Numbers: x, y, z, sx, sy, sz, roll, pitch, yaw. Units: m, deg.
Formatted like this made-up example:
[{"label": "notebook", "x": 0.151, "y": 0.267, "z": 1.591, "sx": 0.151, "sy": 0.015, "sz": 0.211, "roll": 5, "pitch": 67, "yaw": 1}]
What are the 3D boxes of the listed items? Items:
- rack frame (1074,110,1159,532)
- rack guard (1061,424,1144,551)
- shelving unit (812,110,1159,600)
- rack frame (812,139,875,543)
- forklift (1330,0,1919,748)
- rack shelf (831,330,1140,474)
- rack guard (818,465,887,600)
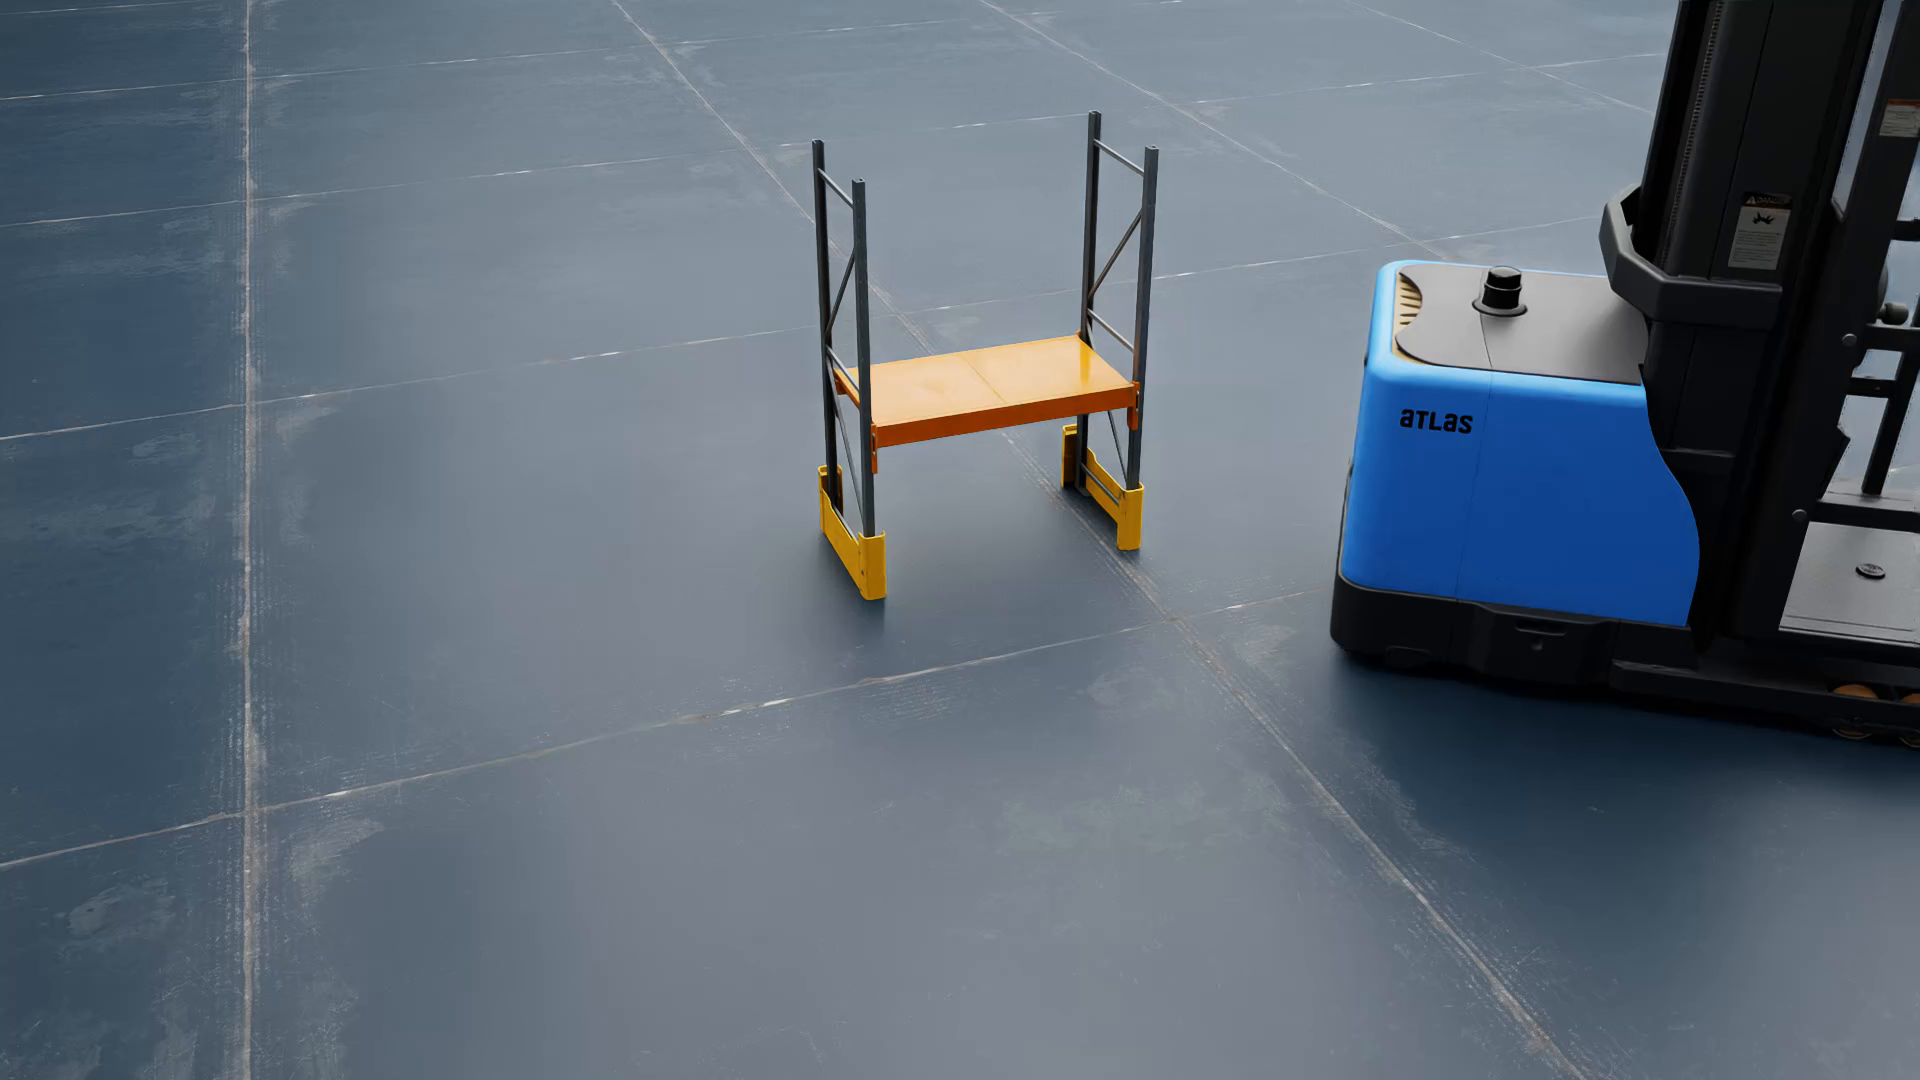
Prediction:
[{"label": "rack frame", "x": 0.556, "y": -0.754, "z": 6.059, "sx": 0.032, "sy": 1.500, "sz": 0.500, "roll": -10, "pitch": 31, "yaw": -18}, {"label": "rack guard", "x": 0.538, "y": -0.208, "z": 6.362, "sx": 0.087, "sy": 0.250, "sz": 0.587, "roll": -10, "pitch": 31, "yaw": -18}, {"label": "shelving unit", "x": 0.071, "y": -0.665, "z": 5.902, "sx": 1.083, "sy": 1.500, "sz": 0.587, "roll": -10, "pitch": 31, "yaw": -18}, {"label": "rack frame", "x": -0.396, "y": -0.579, "z": 5.751, "sx": 0.032, "sy": 1.500, "sz": 0.500, "roll": -10, "pitch": 31, "yaw": -18}, {"label": "forklift", "x": 2.810, "y": -0.924, "z": 4.911, "sx": 3.031, "sy": 2.935, "sz": 1.130, "roll": 7, "pitch": 30, "yaw": 12}, {"label": "rack shelf", "x": 0.080, "y": -0.510, "z": 5.994, "sx": 1.000, "sy": 0.185, "sz": 0.538, "roll": -10, "pitch": 31, "yaw": -18}, {"label": "rack guard", "x": -0.395, "y": -0.036, "z": 6.060, "sx": 0.087, "sy": 0.250, "sz": 0.587, "roll": -10, "pitch": 31, "yaw": -18}]
